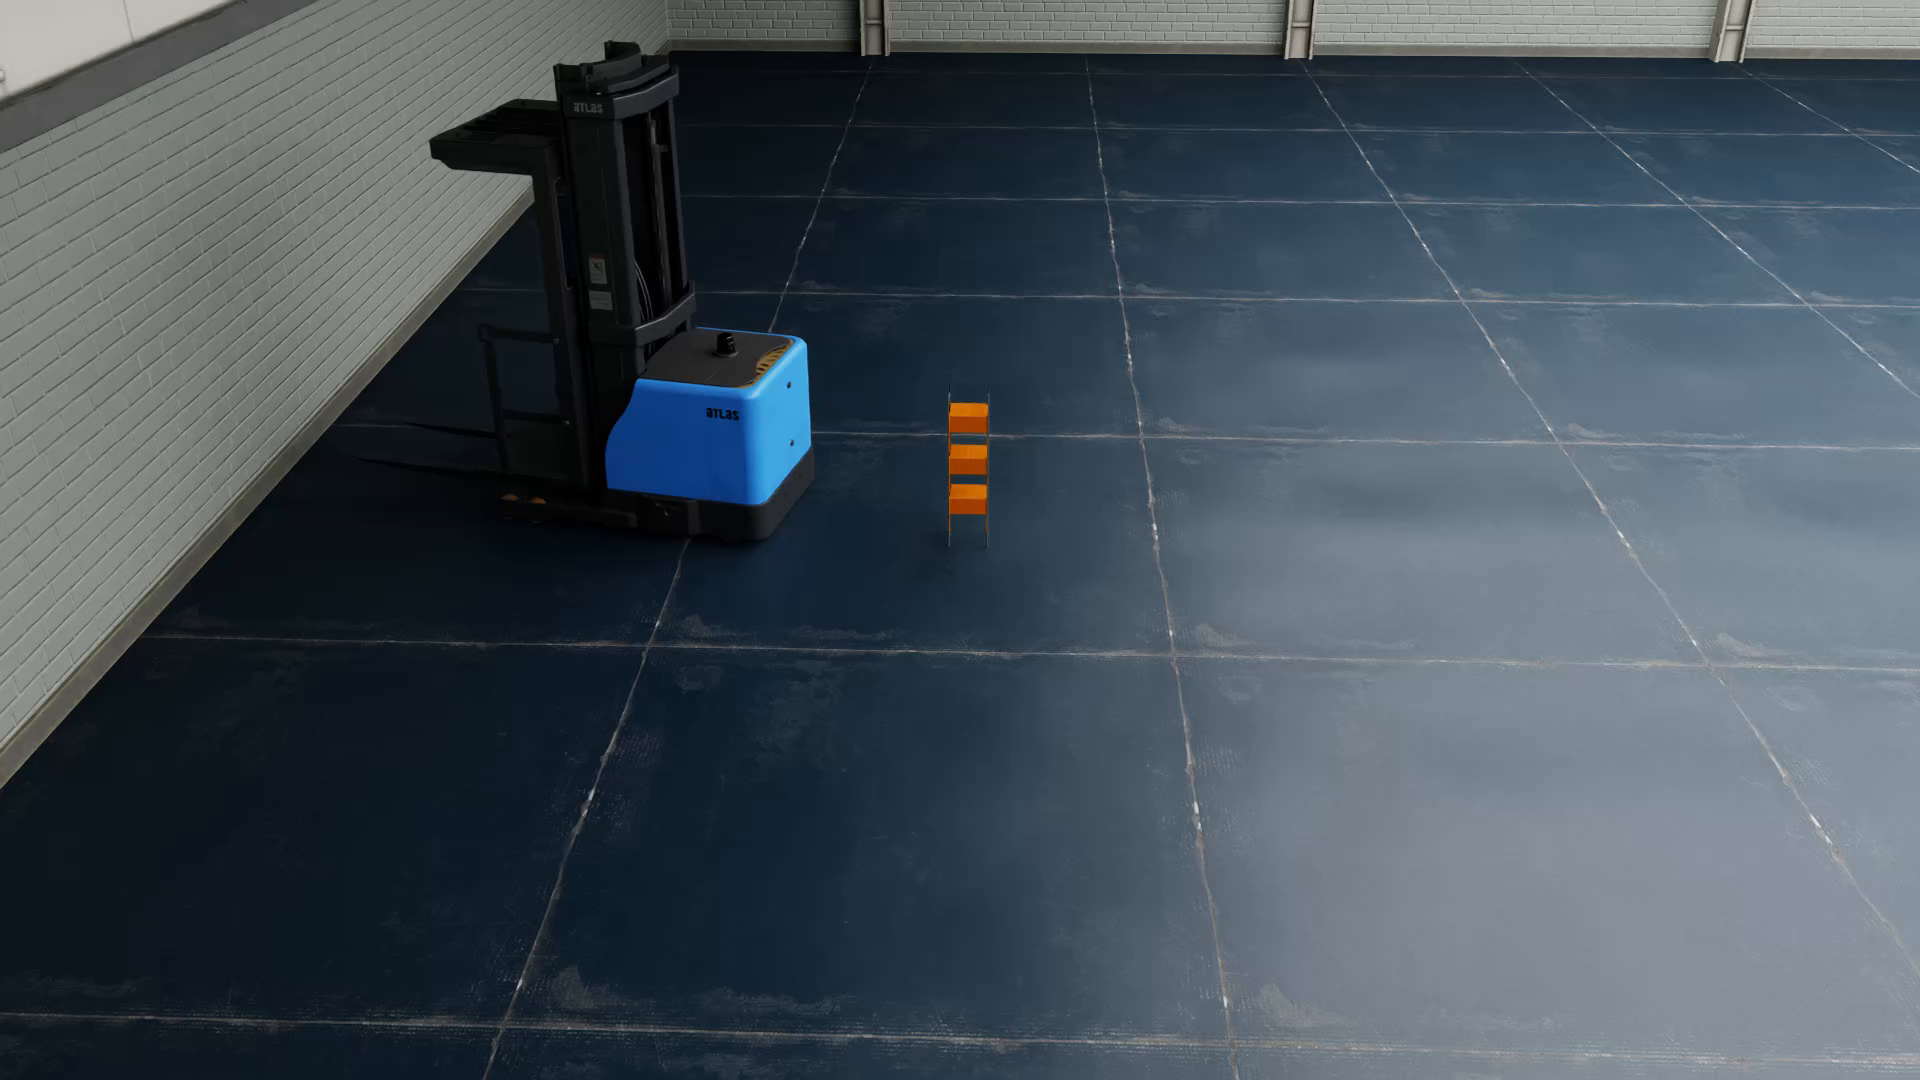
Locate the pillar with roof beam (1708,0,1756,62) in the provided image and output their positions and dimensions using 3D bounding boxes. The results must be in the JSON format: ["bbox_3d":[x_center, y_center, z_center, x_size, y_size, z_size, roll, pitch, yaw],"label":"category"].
[{"bbox_3d":[10.630,-8.729,17.535,0.400,9.000,9.100,1,28,2],"label":"pillar with roof beam"}]

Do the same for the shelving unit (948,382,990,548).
[{"bbox_3d":[0.053,-0.463,10.428,0.252,1.050,0.215,1,28,2],"label":"shelving unit"}]

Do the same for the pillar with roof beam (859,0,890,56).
[{"bbox_3d":[-1.362,-8.928,17.909,0.400,9.000,9.100,1,28,2],"label":"pillar with roof beam"}]

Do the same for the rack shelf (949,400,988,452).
[{"bbox_3d":[0.053,-0.704,10.300,0.240,0.259,0.215,1,28,2],"label":"rack shelf"}]

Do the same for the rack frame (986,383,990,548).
[{"bbox_3d":[0.175,-0.461,10.424,0.008,1.050,0.200,1,28,2],"label":"rack frame"}]

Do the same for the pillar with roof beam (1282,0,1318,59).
[{"bbox_3d":[4.634,-8.828,17.722,0.400,9.000,9.100,1,28,2],"label":"pillar with roof beam"}]

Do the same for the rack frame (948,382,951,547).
[{"bbox_3d":[-0.068,-0.465,10.432,0.008,1.050,0.200,1,28,2],"label":"rack frame"}]

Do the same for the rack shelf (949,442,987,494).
[{"bbox_3d":[0.053,-0.454,10.433,0.240,0.259,0.215,1,28,2],"label":"rack shelf"}]

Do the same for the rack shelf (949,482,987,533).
[{"bbox_3d":[0.053,-0.208,10.563,0.240,0.259,0.215,1,28,2],"label":"rack shelf"}]

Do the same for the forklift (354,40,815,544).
[{"bbox_3d":[-2.563,-1.635,10.631,3.031,2.935,1.130,7,29,13],"label":"forklift"}]
